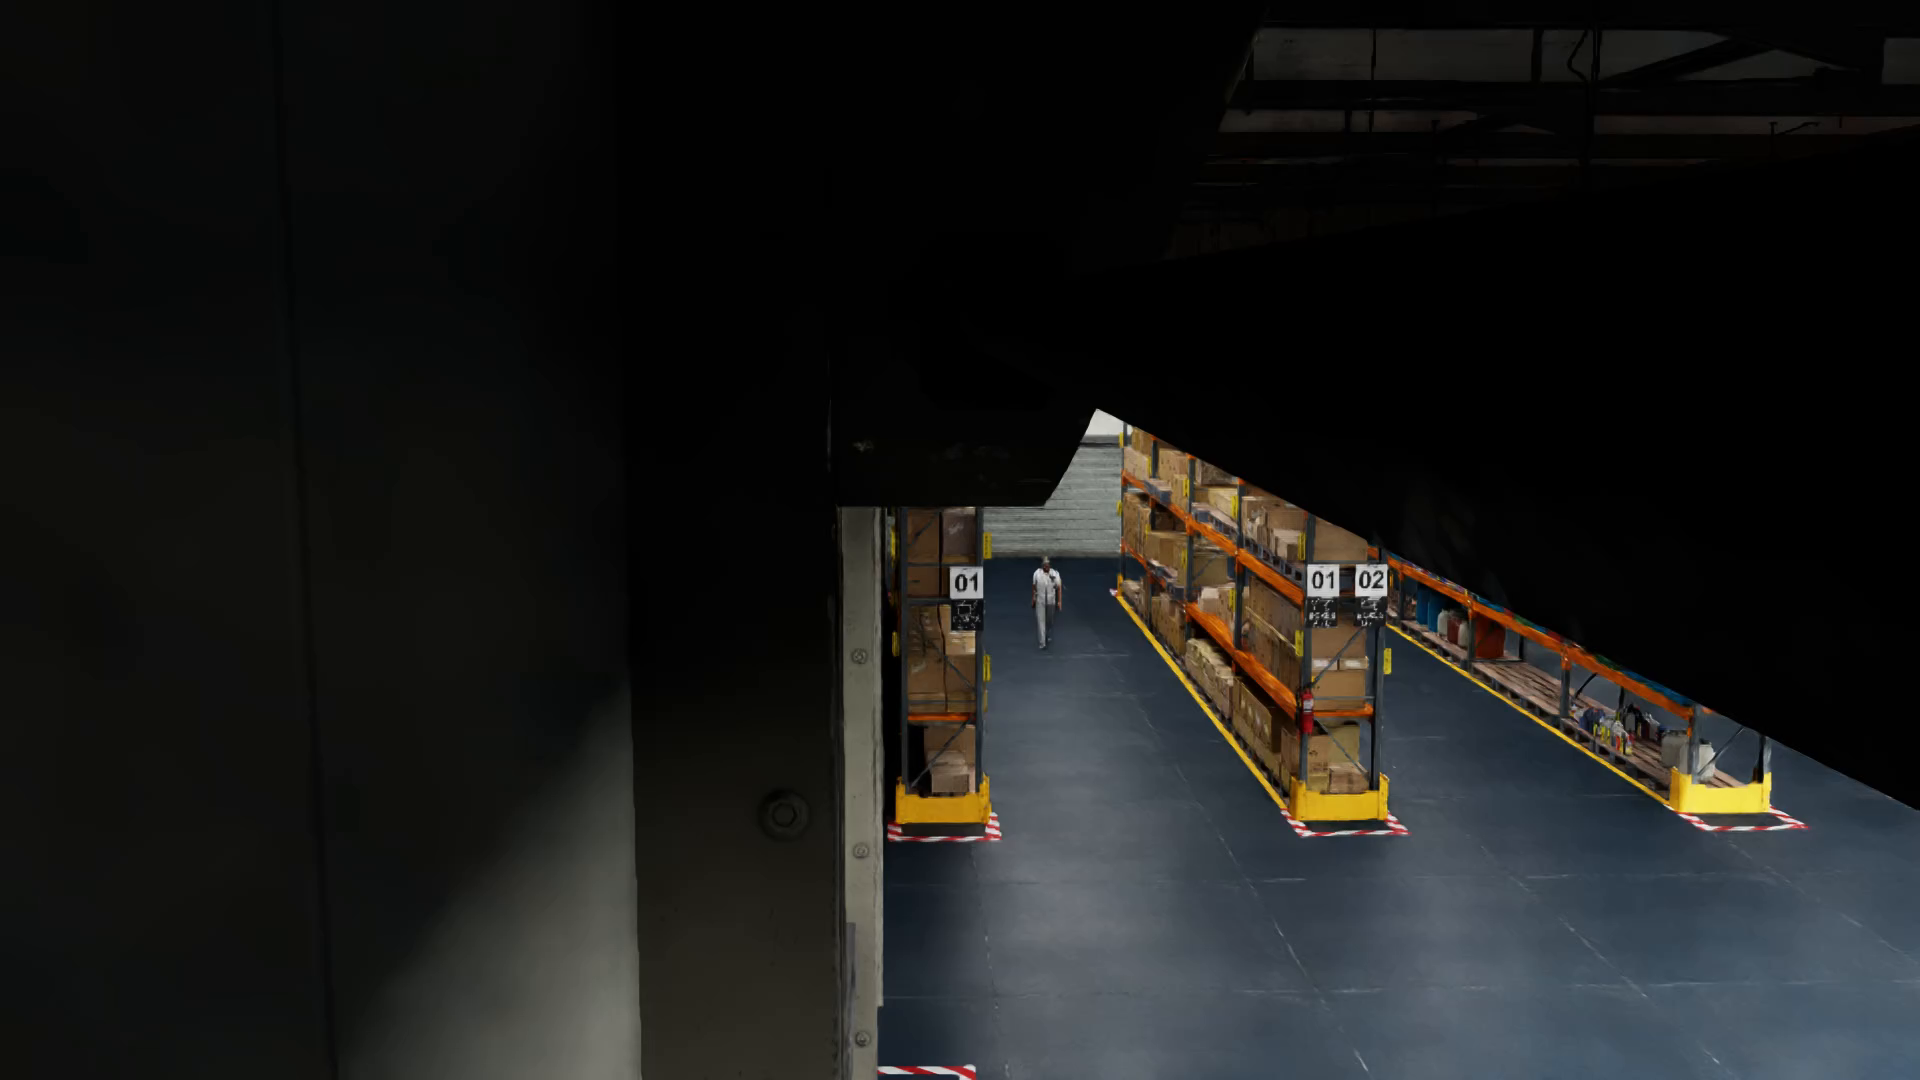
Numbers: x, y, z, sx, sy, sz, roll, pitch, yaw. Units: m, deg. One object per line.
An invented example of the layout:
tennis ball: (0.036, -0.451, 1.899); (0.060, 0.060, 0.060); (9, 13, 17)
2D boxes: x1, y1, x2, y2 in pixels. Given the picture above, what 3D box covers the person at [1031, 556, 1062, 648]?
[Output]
person: (1.626, 1.120, 31.069); (0.556, 1.712, 1.040); (0, 8, -3)
